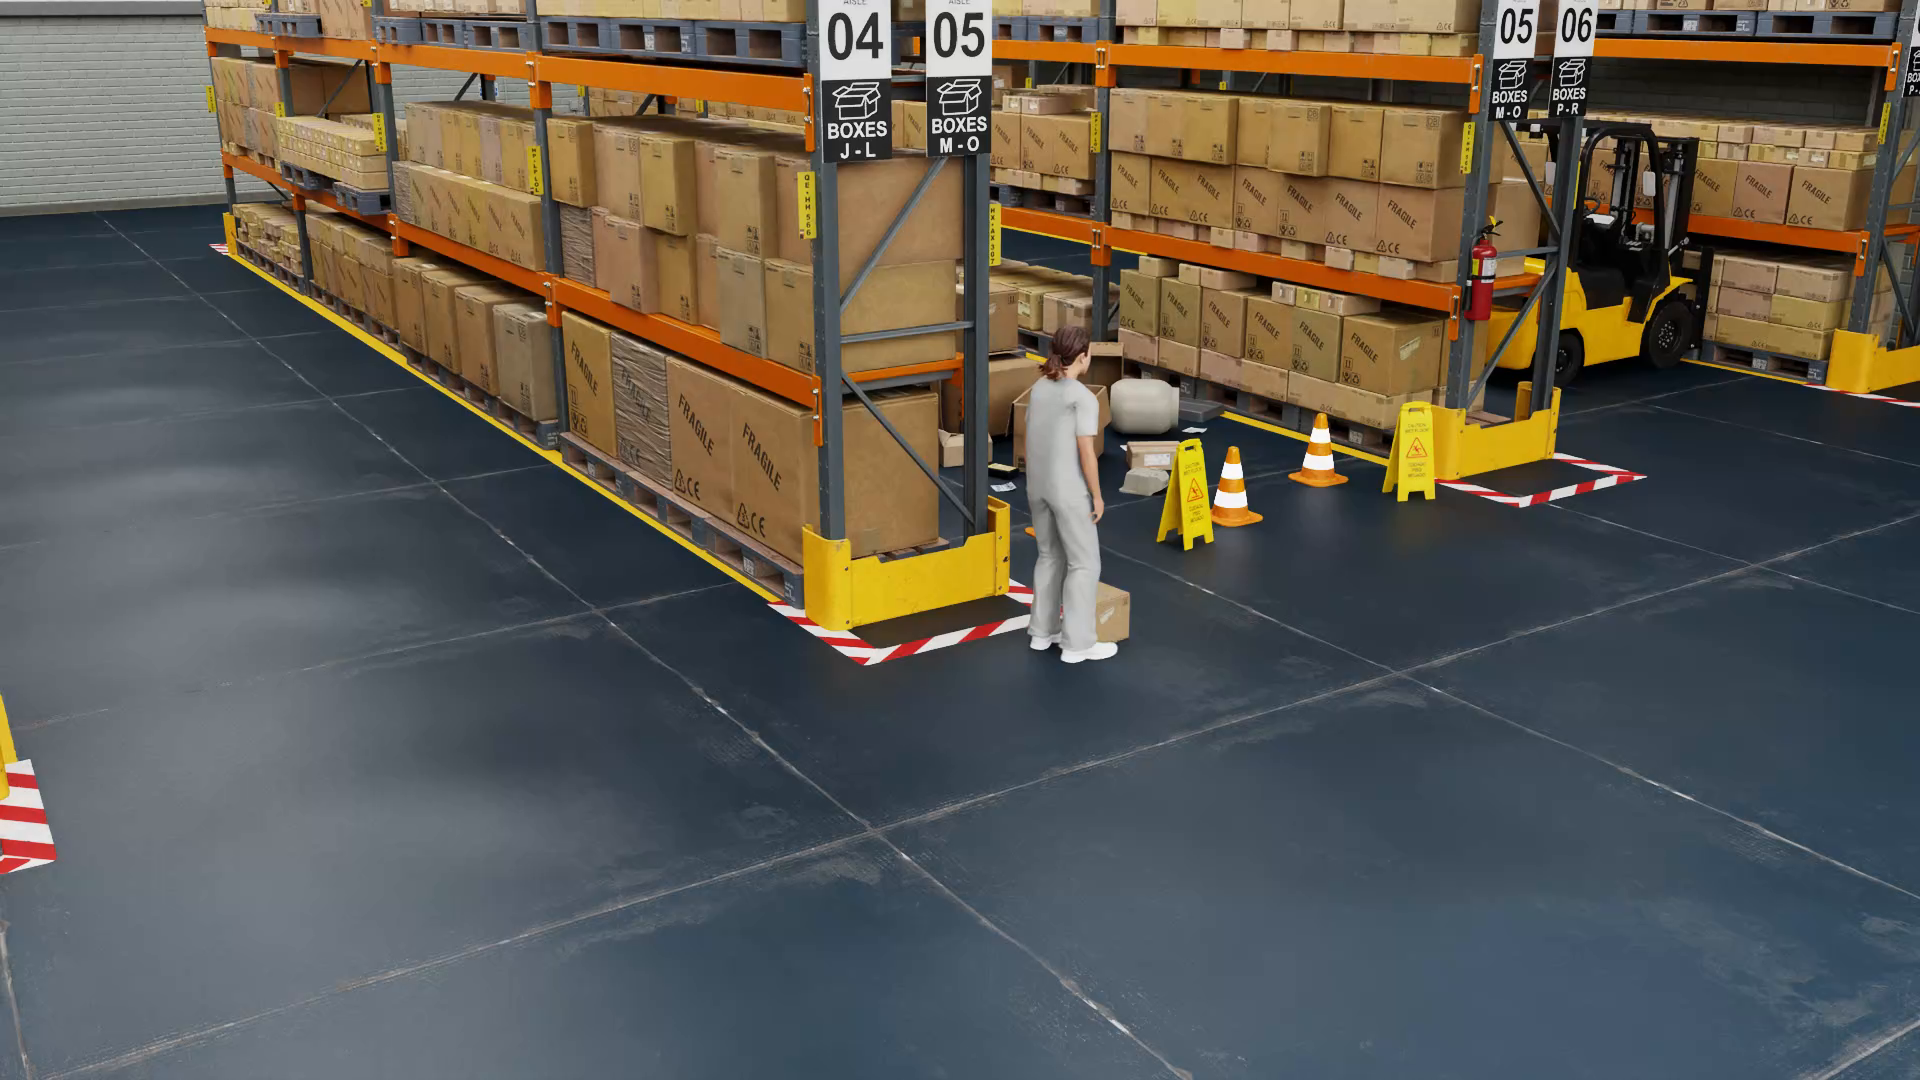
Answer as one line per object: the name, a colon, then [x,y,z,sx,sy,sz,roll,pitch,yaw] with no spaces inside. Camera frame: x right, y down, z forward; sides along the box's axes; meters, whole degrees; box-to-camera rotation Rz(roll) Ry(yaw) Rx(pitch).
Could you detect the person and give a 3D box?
person: [0.524,-0.232,8.268,0.362,1.671,0.501,-15,23,-38]
